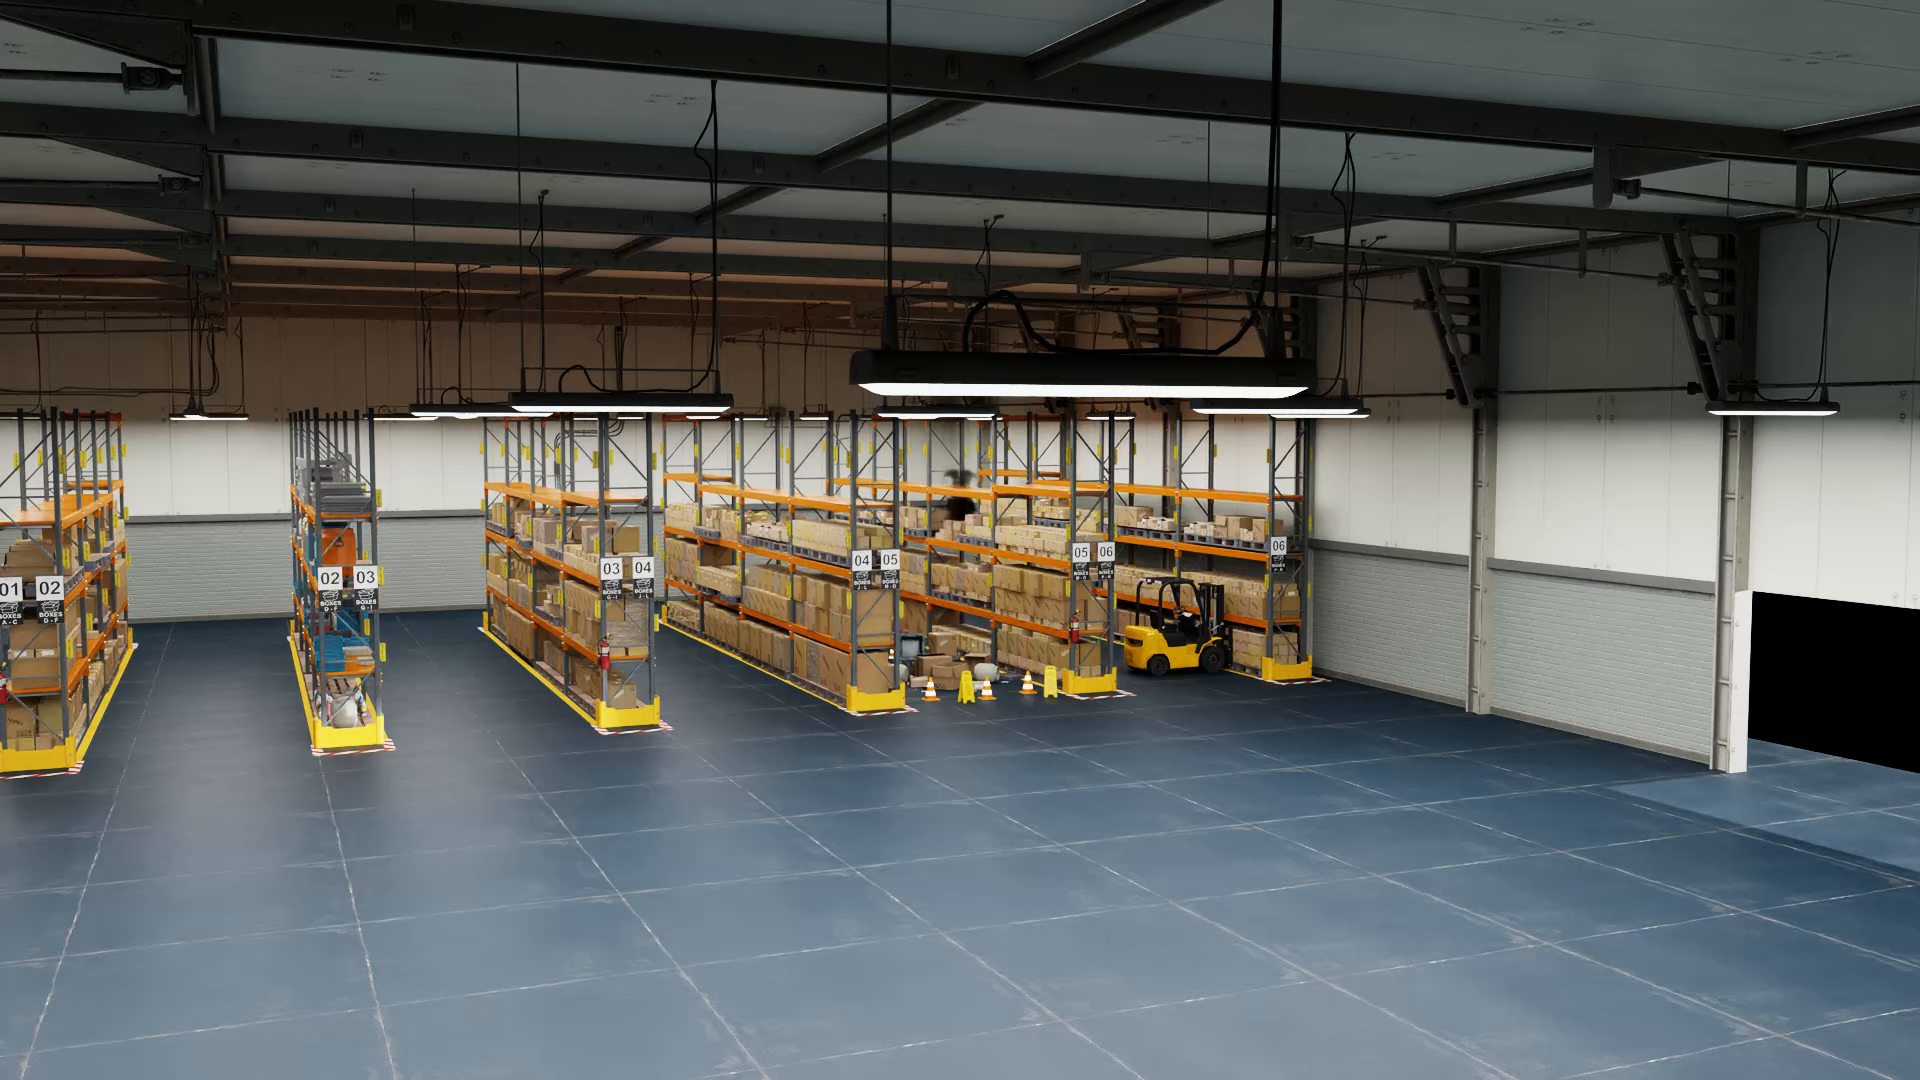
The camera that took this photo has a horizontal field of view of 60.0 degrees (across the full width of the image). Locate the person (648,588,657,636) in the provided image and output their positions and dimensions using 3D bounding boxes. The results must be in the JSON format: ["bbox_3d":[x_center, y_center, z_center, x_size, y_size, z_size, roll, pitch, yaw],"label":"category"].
[{"bbox_3d":[-8.379,1.813,44.635,0.455,1.606,0.788,-2,4,-27],"label":"person"}]

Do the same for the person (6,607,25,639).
[{"bbox_3d":[-24.091,1.833,42.829,0.612,1.615,0.802,1,4,8],"label":"person"}]

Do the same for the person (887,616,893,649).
[{"bbox_3d":[-1.962,2.059,42.057,0.564,1.473,1.084,-1,4,-12],"label":"person"}]
